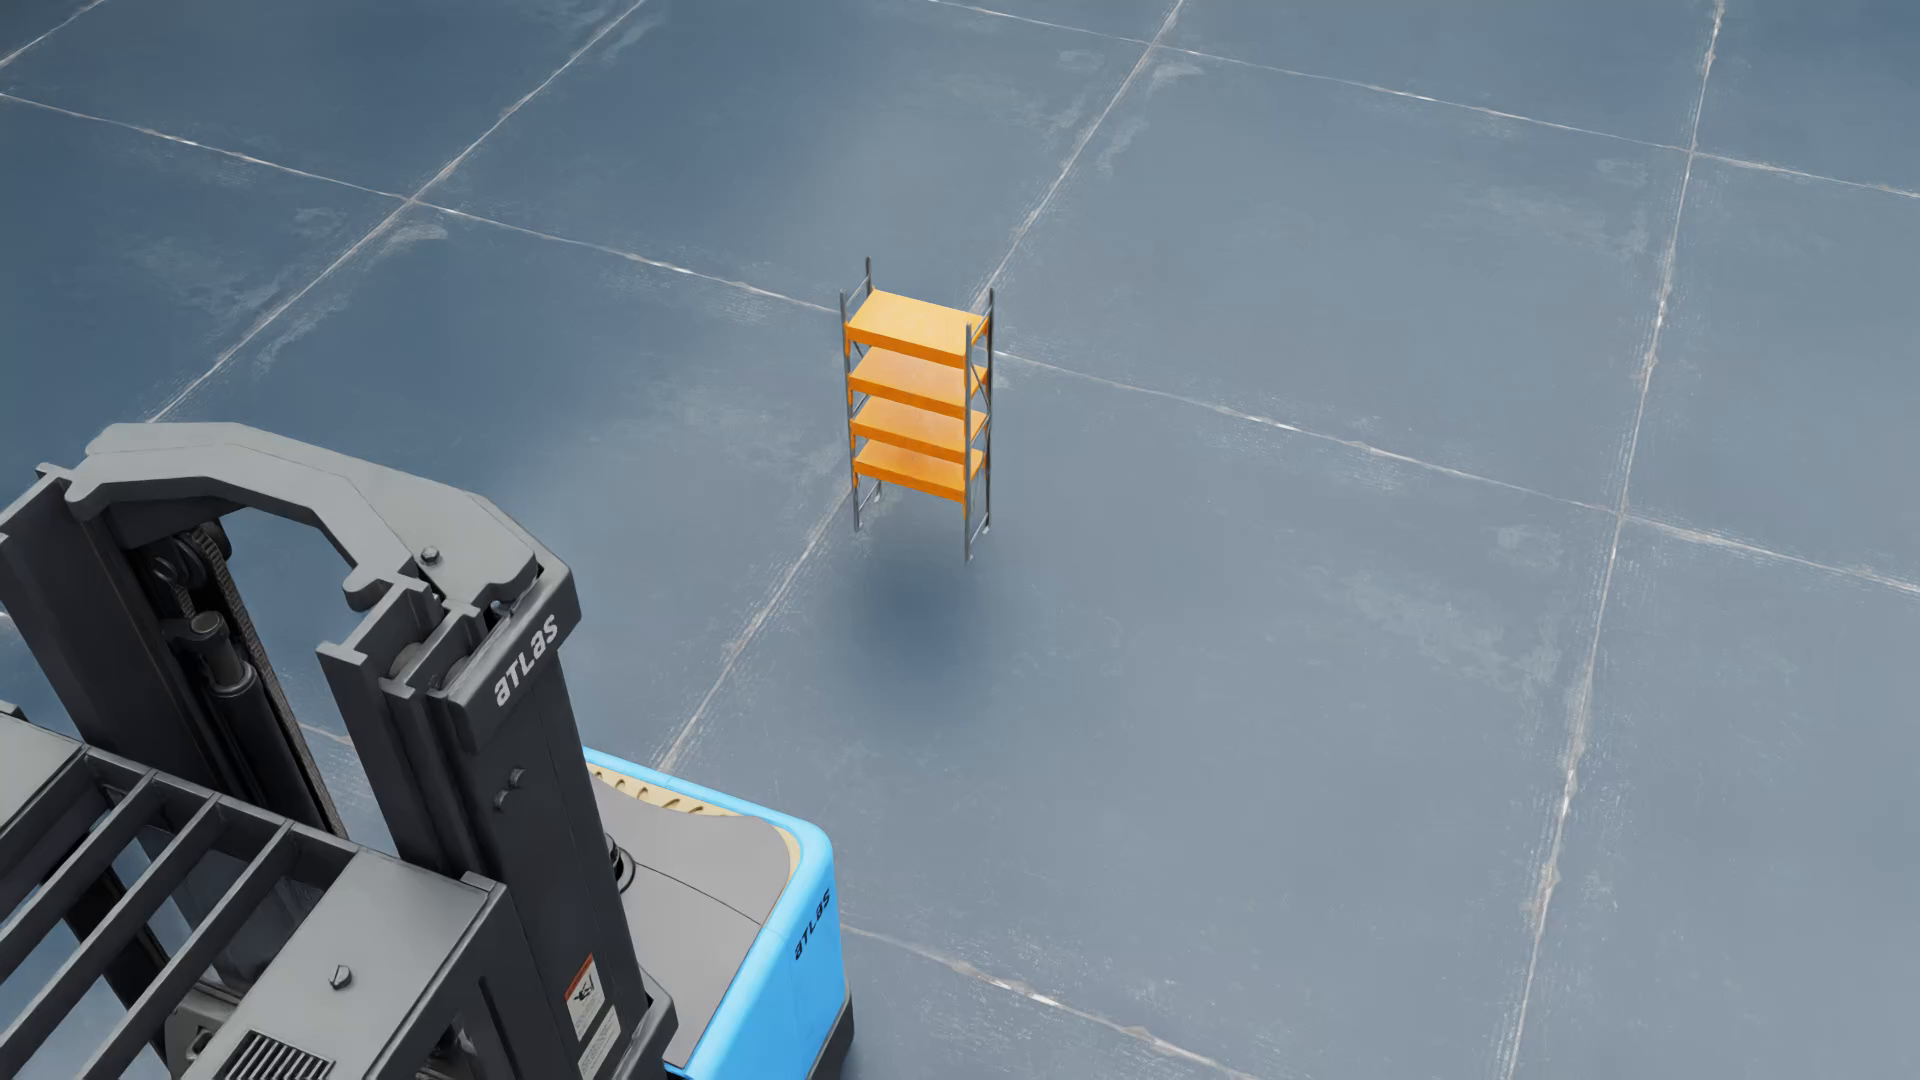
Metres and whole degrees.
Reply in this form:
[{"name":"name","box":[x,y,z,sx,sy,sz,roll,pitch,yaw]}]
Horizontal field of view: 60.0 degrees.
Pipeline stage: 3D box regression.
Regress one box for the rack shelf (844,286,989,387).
[{"name":"rack shelf","box":[-0.153,-0.749,6.095,0.480,0.148,0.258,16,47,16]}]

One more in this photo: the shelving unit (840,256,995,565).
[{"name":"shelving unit","box":[-0.153,-0.470,6.372,0.503,1.200,0.258,16,47,16]}]

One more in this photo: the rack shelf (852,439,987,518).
[{"name":"rack shelf","box":[-0.153,-0.282,6.559,0.480,0.148,0.258,16,47,16]}]

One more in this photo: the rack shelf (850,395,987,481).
[{"name":"rack shelf","box":[-0.153,-0.423,6.419,0.480,0.148,0.258,16,47,16]}]

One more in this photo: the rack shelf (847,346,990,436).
[{"name":"rack shelf","box":[-0.153,-0.581,6.262,0.480,0.148,0.258,16,47,16]}]

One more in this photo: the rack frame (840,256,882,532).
[{"name":"rack frame","box":[-0.378,-0.537,6.439,0.015,1.200,0.240,16,47,16]}]

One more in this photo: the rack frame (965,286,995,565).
[{"name":"rack frame","box":[0.072,-0.404,6.305,0.015,1.200,0.240,16,47,16]}]

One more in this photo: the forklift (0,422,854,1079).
[{"name":"forklift","box":[-1.341,1.341,3.325,1.130,2.935,3.031,16,47,15]}]
